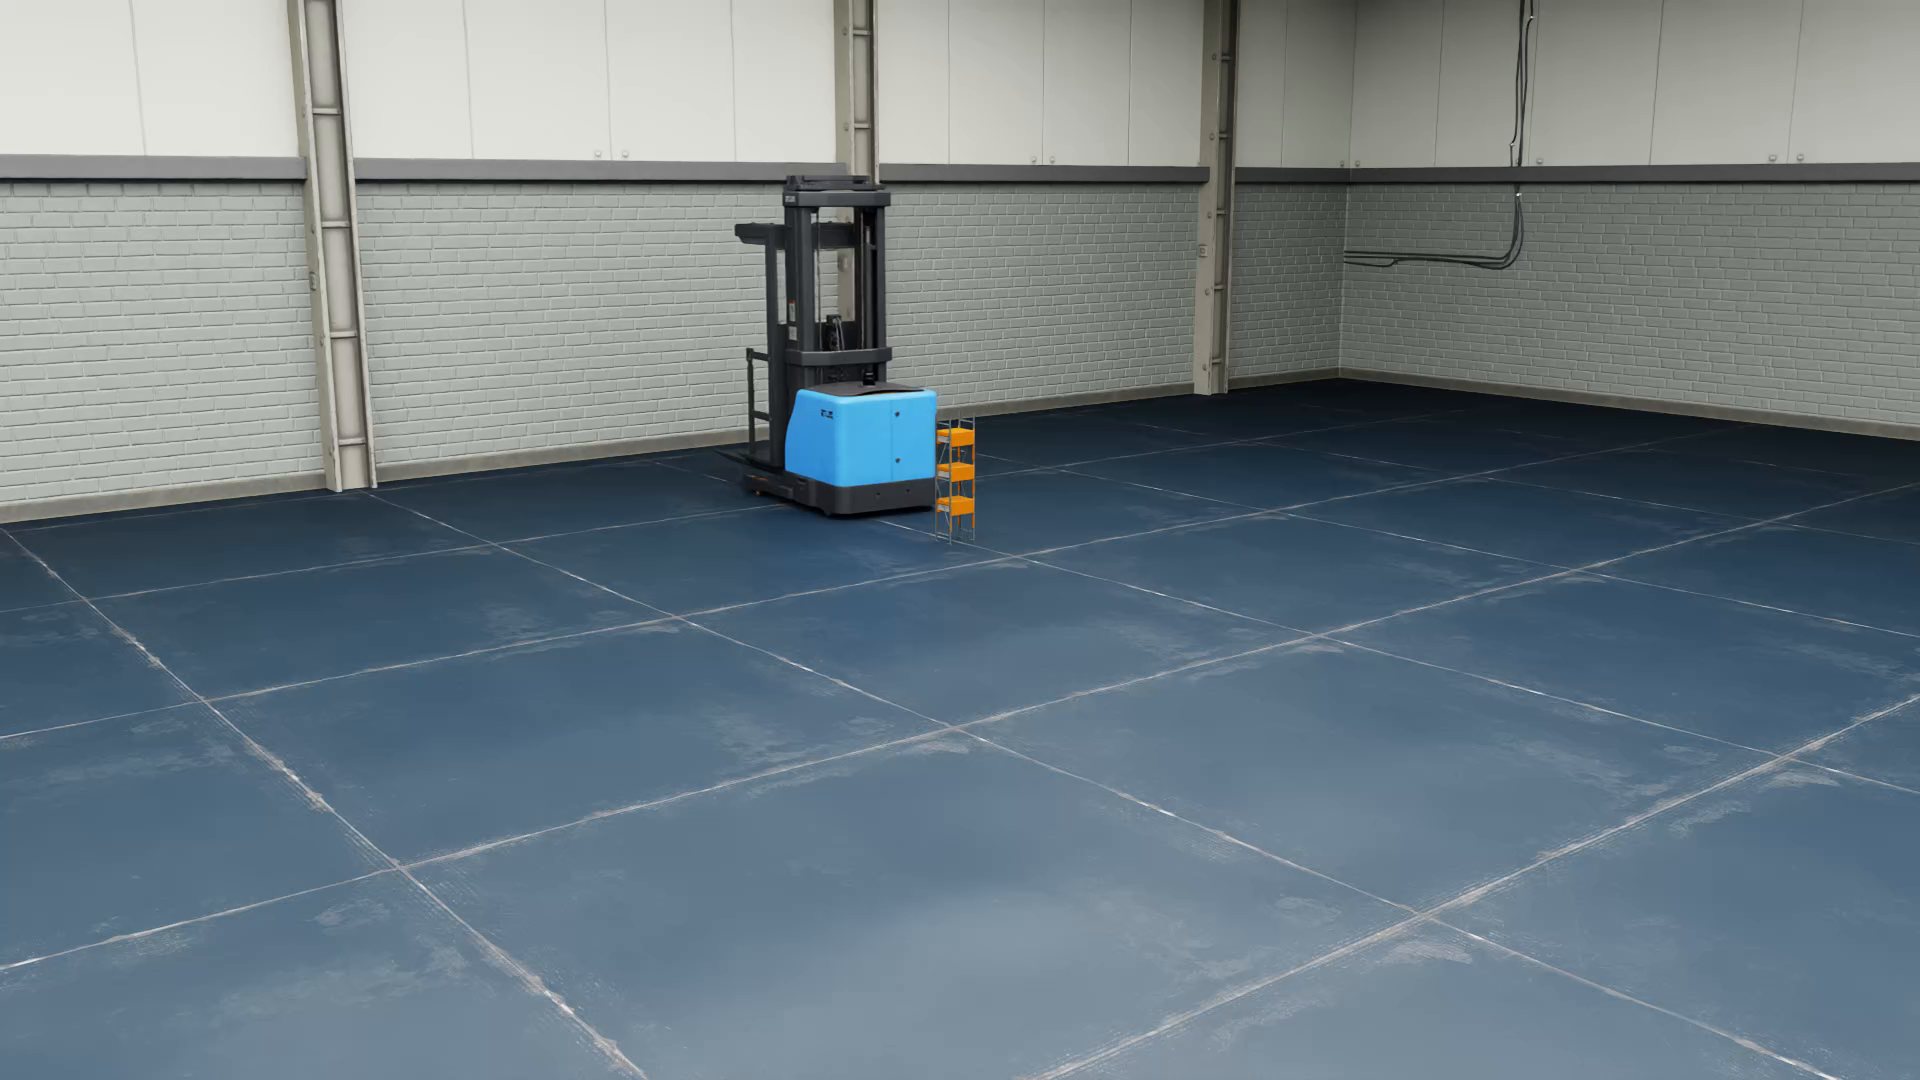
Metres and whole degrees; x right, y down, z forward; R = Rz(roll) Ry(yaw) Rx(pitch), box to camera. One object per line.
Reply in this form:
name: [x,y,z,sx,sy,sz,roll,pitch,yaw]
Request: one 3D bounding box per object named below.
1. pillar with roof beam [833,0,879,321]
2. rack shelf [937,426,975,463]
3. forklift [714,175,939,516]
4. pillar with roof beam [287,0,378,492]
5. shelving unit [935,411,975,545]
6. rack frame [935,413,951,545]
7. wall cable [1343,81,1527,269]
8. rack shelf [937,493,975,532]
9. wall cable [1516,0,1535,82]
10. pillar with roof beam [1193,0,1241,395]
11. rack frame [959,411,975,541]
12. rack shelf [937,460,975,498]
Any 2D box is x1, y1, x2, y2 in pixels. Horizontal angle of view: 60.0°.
pillar with roof beam: [1.516,-4.989,15.459,0.400,9.000,9.100,-9,15,-38]
rack shelf: [-0.042,-0.774,13.430,0.240,0.259,0.215,-9,15,-38]
forklift: [-1.399,-1.900,15.523,1.130,2.935,3.031,-8,14,-32]
pillar with roof beam: [-3.169,-4.210,11.793,0.400,9.000,9.100,-9,15,-38]
shelving unit: [-0.042,-0.507,13.487,0.252,1.050,0.215,-9,15,-38]
rack frame: [-0.137,-0.491,13.412,0.008,1.050,0.200,-9,15,-38]
wall cable: [6.638,-5.115,23.527,0.112,2.526,3.097,-9,15,-38]
rack shelf: [-0.042,-0.224,13.547,0.240,0.259,0.215,-9,15,-38]
wall cable: [8.328,-7.146,20.936,0.112,2.526,3.097,-9,15,-38]
pillar with roof beam: [6.201,-5.768,19.126,0.400,9.000,9.100,-9,15,-38]
rack frame: [0.053,-0.522,13.562,0.008,1.050,0.200,-9,15,-38]
rack shelf: [-0.042,-0.496,13.489,0.240,0.259,0.215,-9,15,-38]
